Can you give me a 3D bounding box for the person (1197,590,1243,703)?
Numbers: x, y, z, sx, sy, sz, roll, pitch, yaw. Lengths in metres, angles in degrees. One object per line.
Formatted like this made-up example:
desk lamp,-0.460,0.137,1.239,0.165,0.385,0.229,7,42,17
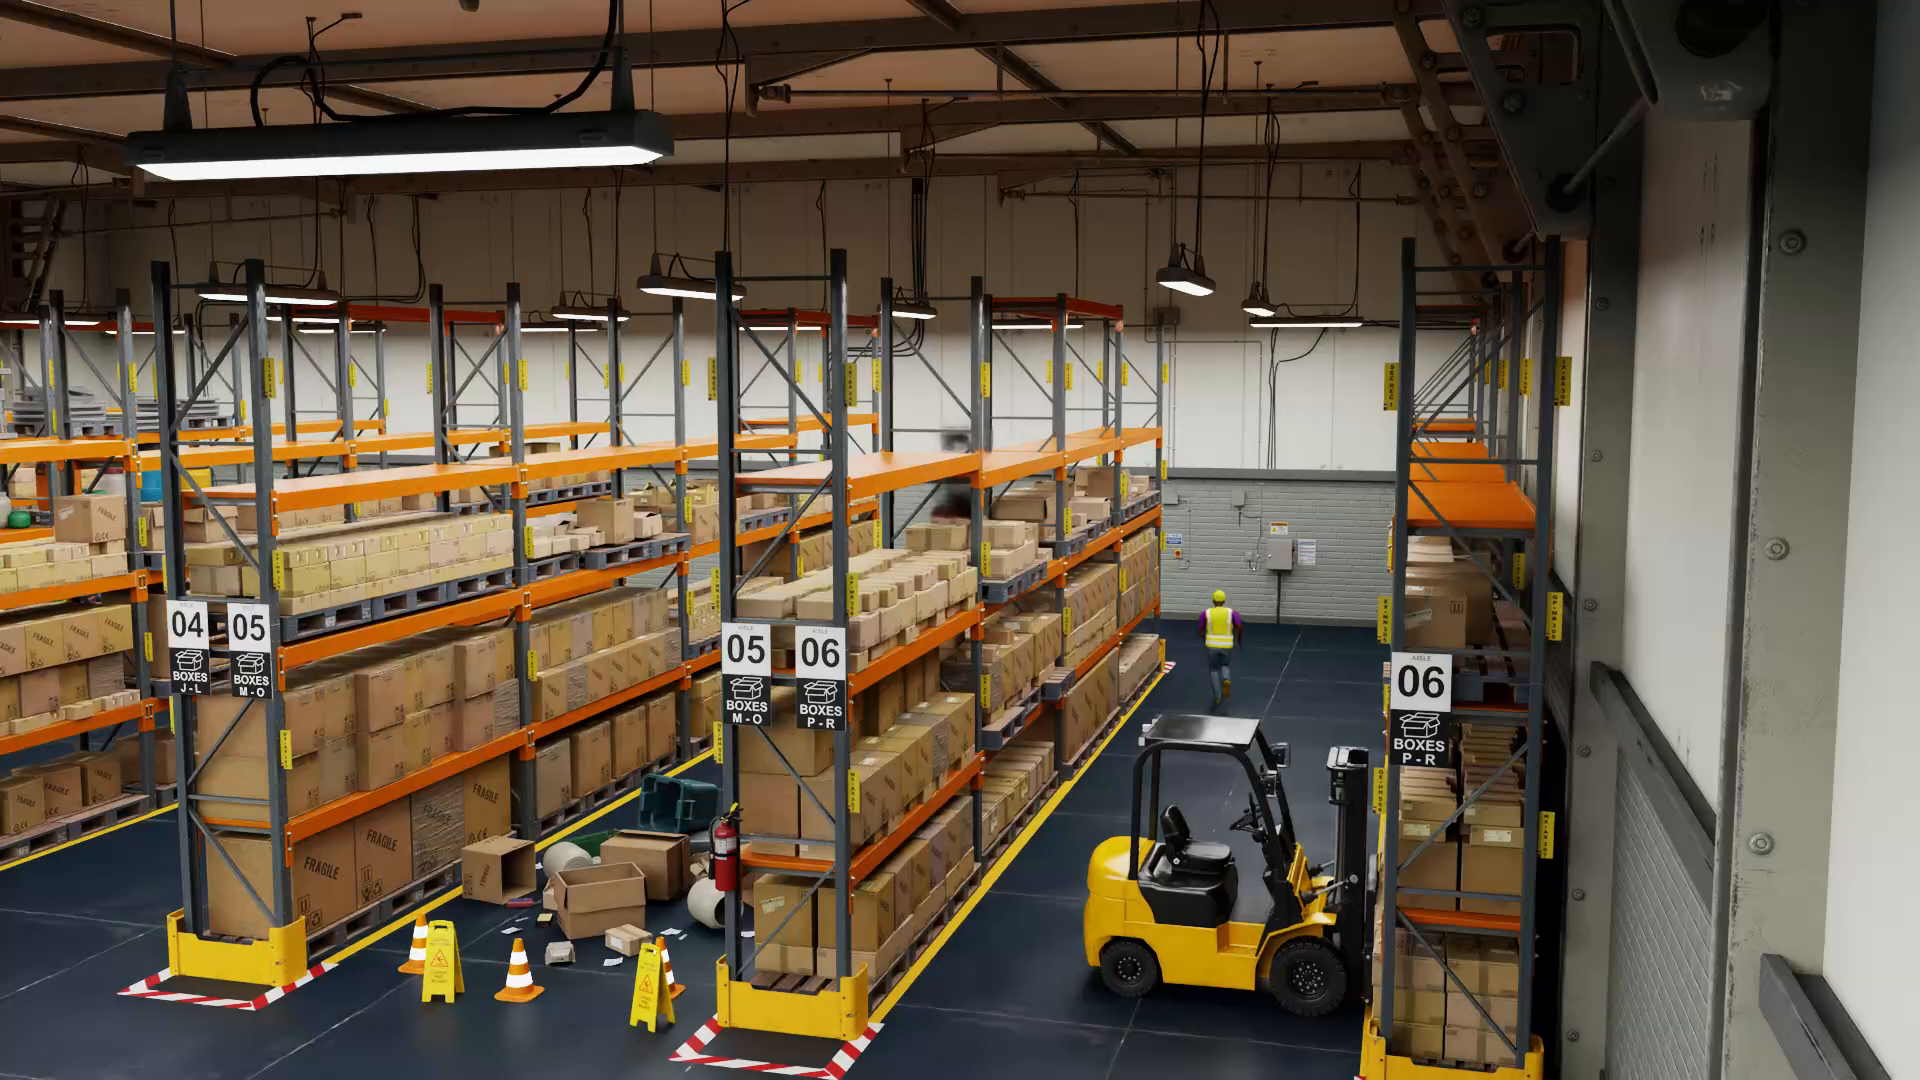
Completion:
person,3.984,1.616,25.515,0.694,1.711,0.620,1,6,5
